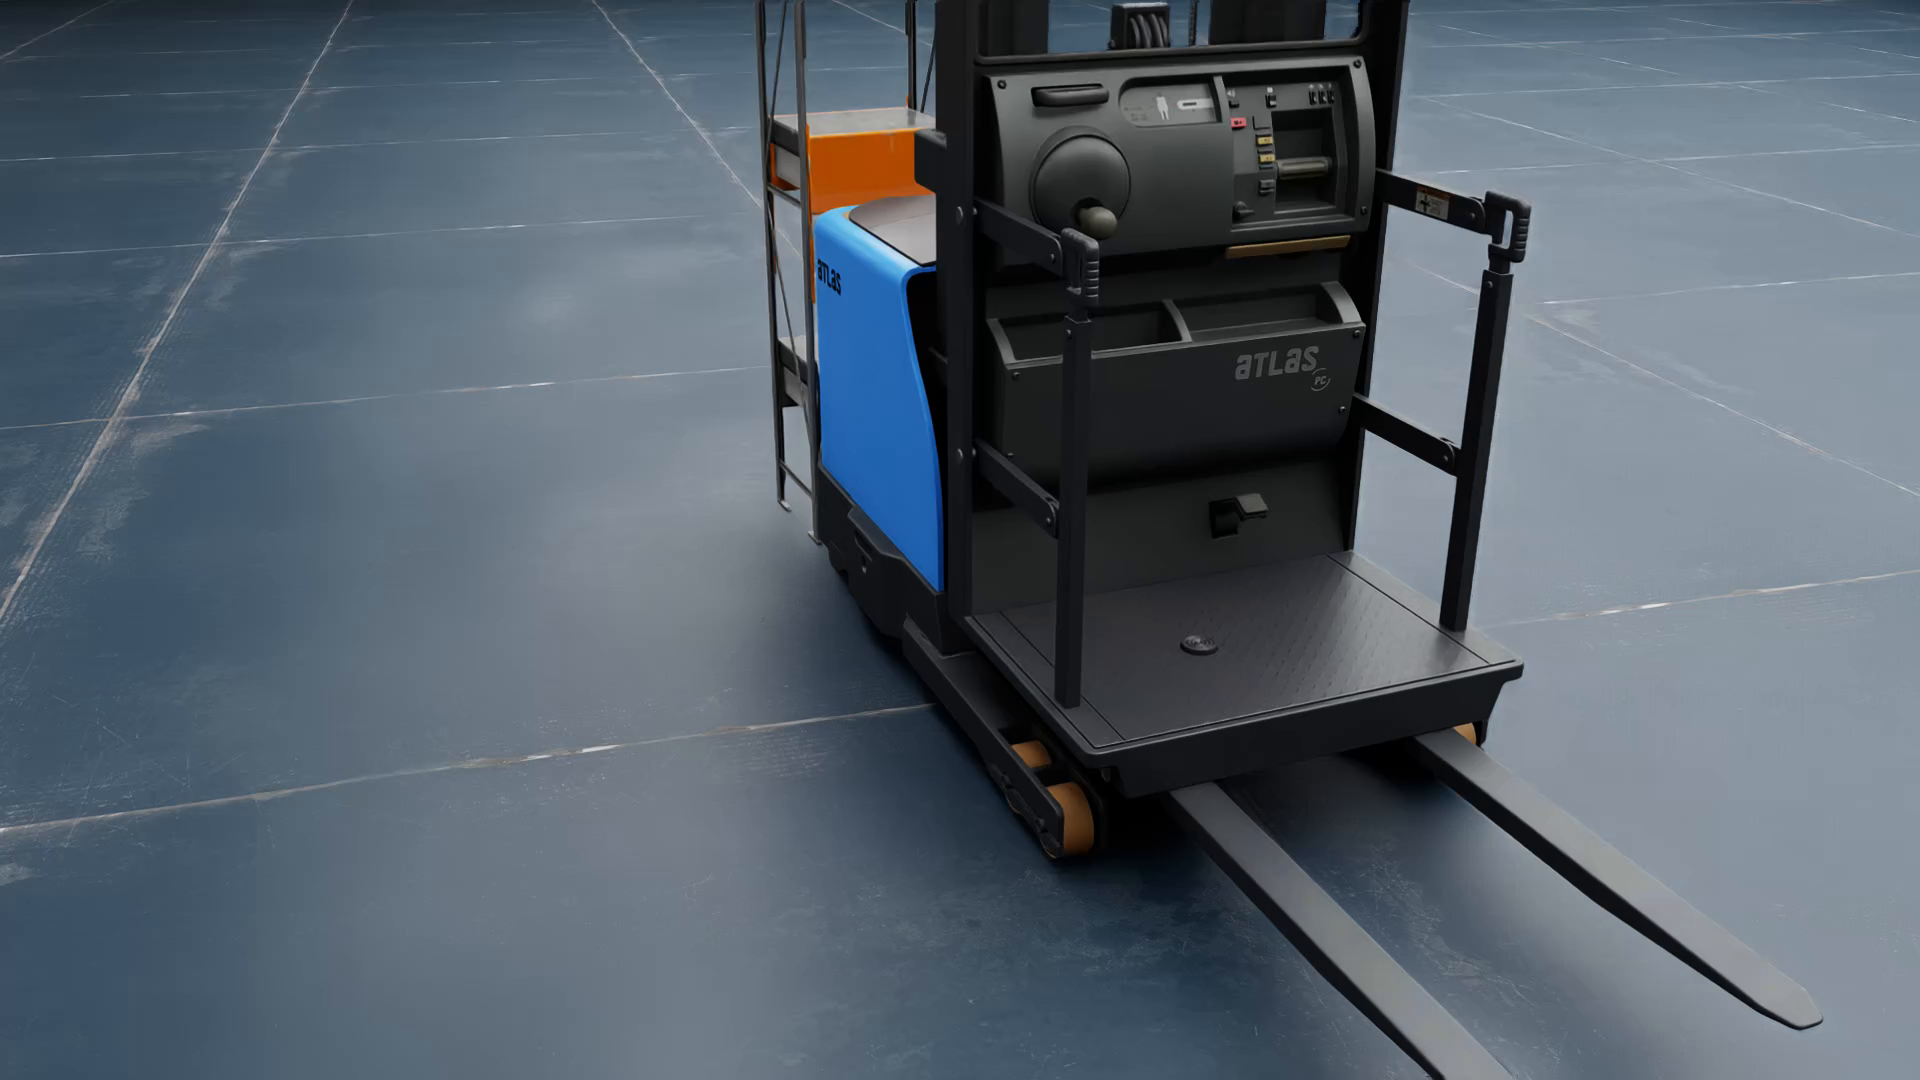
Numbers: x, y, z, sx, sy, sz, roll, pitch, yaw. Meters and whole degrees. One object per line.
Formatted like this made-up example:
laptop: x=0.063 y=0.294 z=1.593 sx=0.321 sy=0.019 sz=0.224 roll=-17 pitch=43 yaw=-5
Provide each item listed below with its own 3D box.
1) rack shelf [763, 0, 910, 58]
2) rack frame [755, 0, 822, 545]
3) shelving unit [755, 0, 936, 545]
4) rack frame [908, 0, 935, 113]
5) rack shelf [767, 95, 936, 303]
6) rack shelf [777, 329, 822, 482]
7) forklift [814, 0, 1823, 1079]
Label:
rack shelf: x=-0.298 y=-1.692 z=4.789 sx=0.480 sy=0.518 sz=0.431 roll=-10 pitch=25 yaw=-22
rack frame: x=-0.521 y=-1.022 z=4.970 sx=0.015 sy=2.100 sz=0.400 roll=-10 pitch=25 yaw=-22
shelving unit: x=-0.298 y=-1.061 z=5.060 sx=0.503 sy=2.100 sz=0.431 roll=-10 pitch=25 yaw=-22
rack frame: x=-0.074 y=-1.100 z=5.150 sx=0.015 sy=2.100 sz=0.400 roll=-10 pitch=25 yaw=-22
rack shelf: x=-0.298 y=-1.049 z=5.065 sx=0.480 sy=0.518 sz=0.431 roll=-10 pitch=25 yaw=-22
rack shelf: x=-0.298 y=-0.405 z=5.341 sx=0.480 sy=0.518 sz=0.431 roll=-10 pitch=25 yaw=-22
forklift: x=0.587 y=-0.839 z=3.489 sx=1.130 sy=2.935 sz=3.031 roll=-9 pitch=25 yaw=-20
